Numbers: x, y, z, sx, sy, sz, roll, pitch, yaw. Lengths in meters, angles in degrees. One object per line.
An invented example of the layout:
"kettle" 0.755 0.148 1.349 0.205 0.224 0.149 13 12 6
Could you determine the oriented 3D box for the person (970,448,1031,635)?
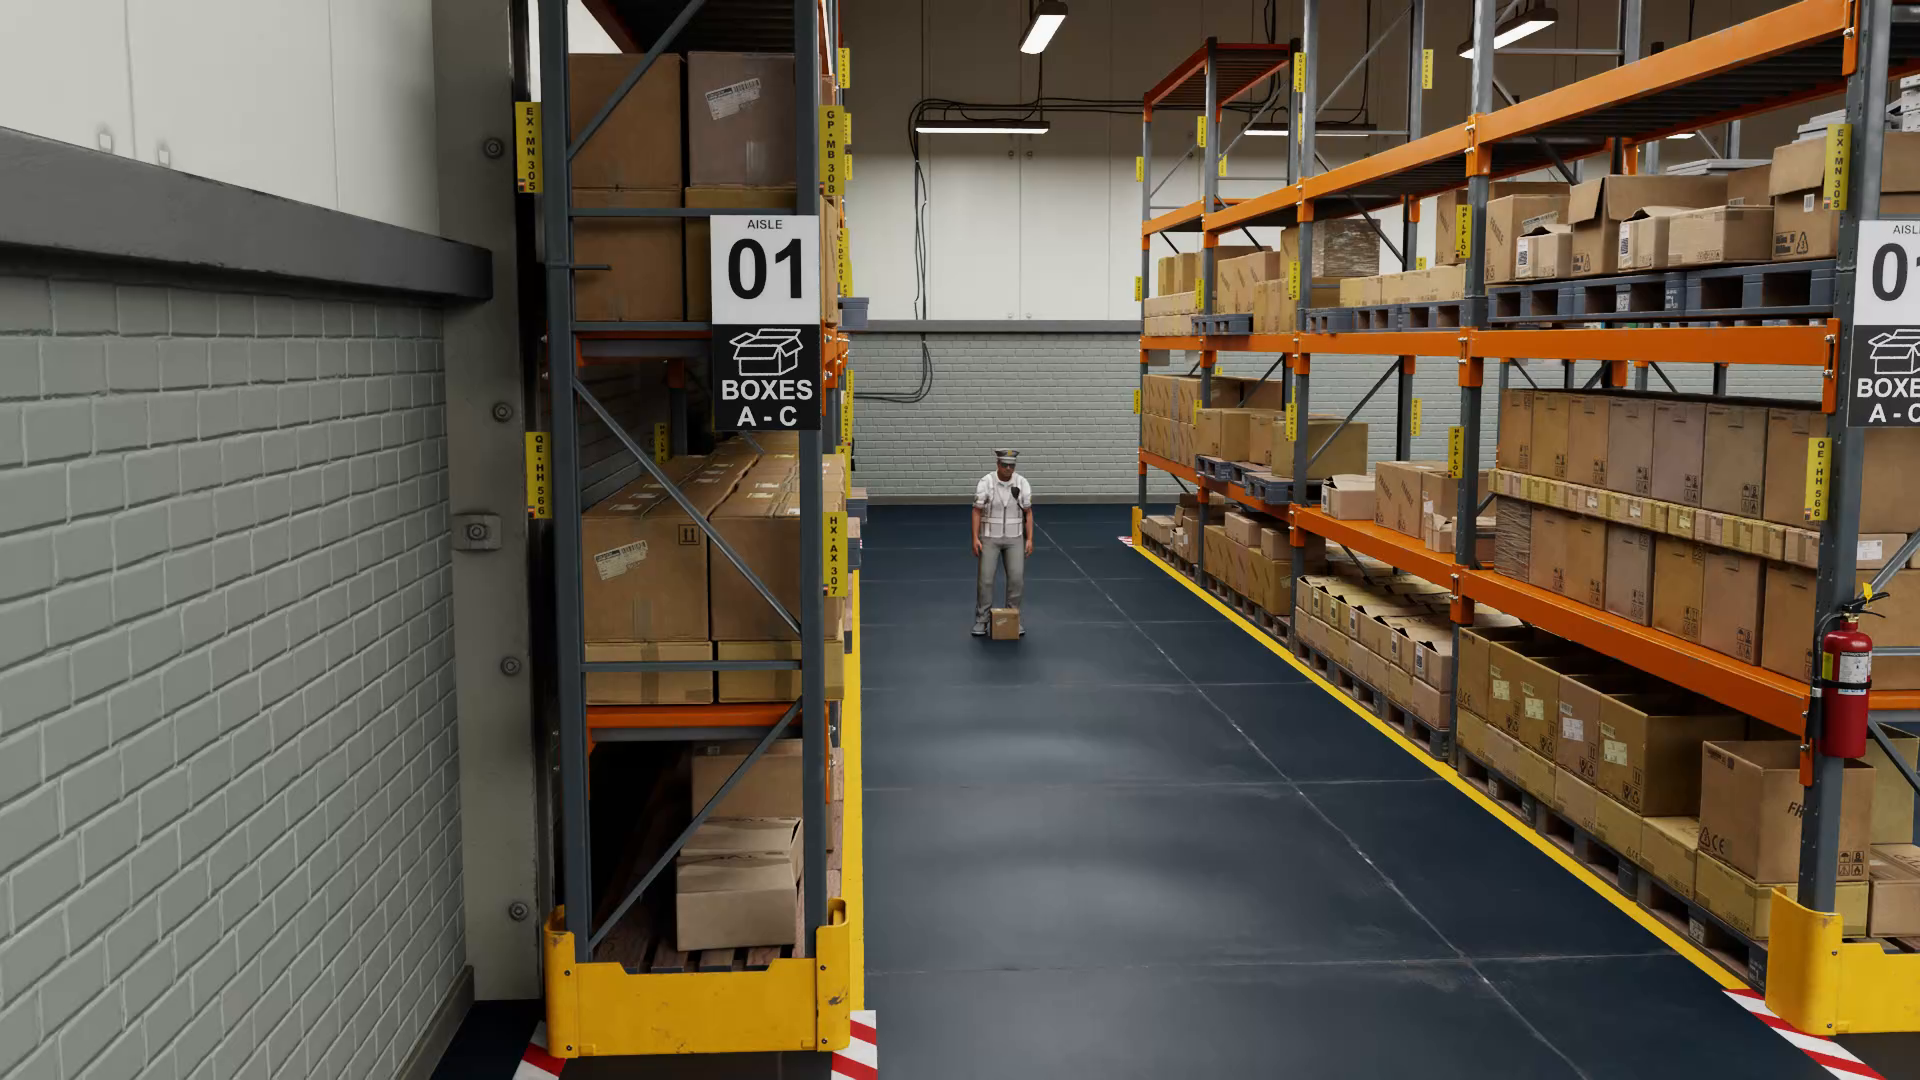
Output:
"person" 0.384 0.005 15.672 0.589 1.747 0.442 -1 7 -7
